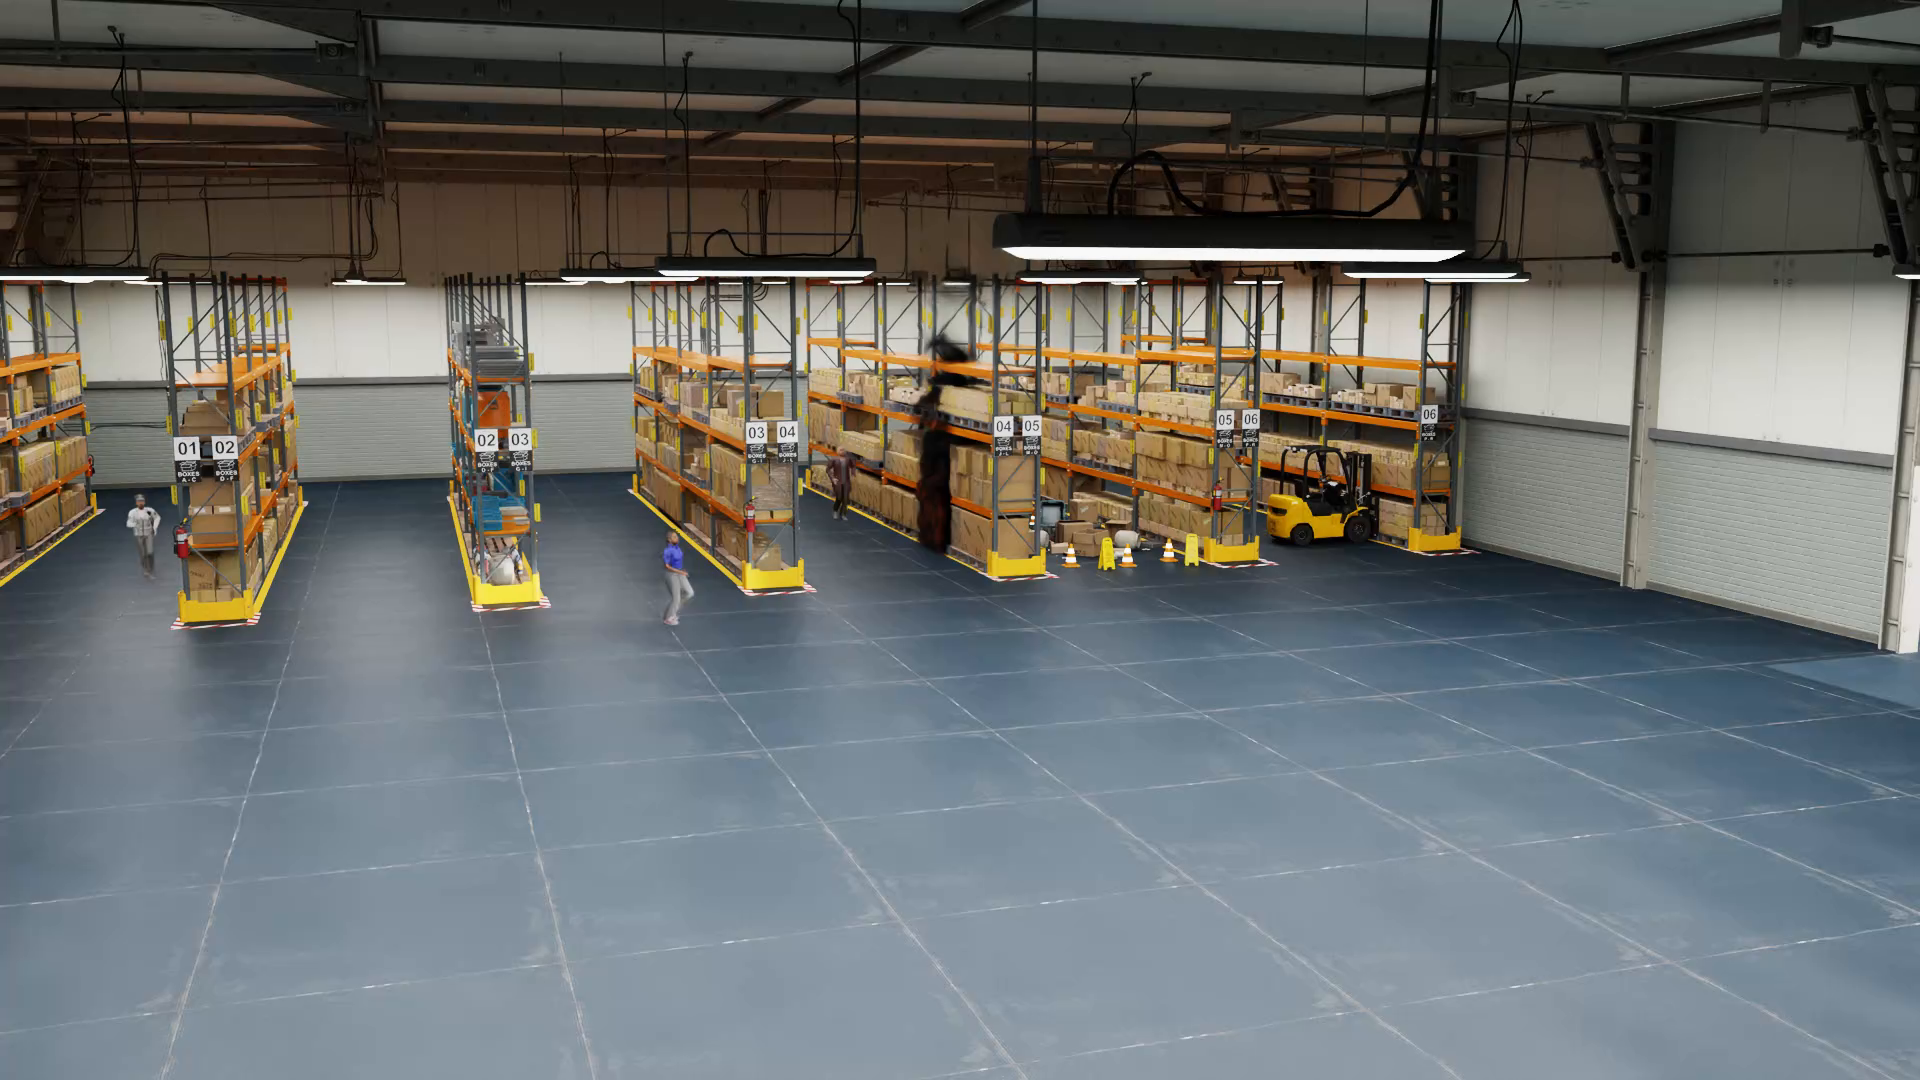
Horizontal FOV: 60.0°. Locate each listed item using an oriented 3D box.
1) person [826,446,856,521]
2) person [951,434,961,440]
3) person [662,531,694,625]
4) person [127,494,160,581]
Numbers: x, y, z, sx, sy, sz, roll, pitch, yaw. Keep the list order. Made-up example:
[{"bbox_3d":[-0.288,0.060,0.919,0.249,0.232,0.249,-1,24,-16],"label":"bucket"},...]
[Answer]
[{"bbox_3d":[-2.796,-1.350,39.314,0.736,1.768,0.627,-4,9,-22],"label":"person"},{"bbox_3d":[-0.042,-2.853,51.263,0.617,1.727,0.740,0,9,2],"label":"person"},{"bbox_3d":[-4.859,0.642,28.502,0.552,1.615,0.590,2,9,16],"label":"person"},{"bbox_3d":[-16.136,-0.052,32.895,0.590,1.740,0.726,-4,9,-22],"label":"person"}]
